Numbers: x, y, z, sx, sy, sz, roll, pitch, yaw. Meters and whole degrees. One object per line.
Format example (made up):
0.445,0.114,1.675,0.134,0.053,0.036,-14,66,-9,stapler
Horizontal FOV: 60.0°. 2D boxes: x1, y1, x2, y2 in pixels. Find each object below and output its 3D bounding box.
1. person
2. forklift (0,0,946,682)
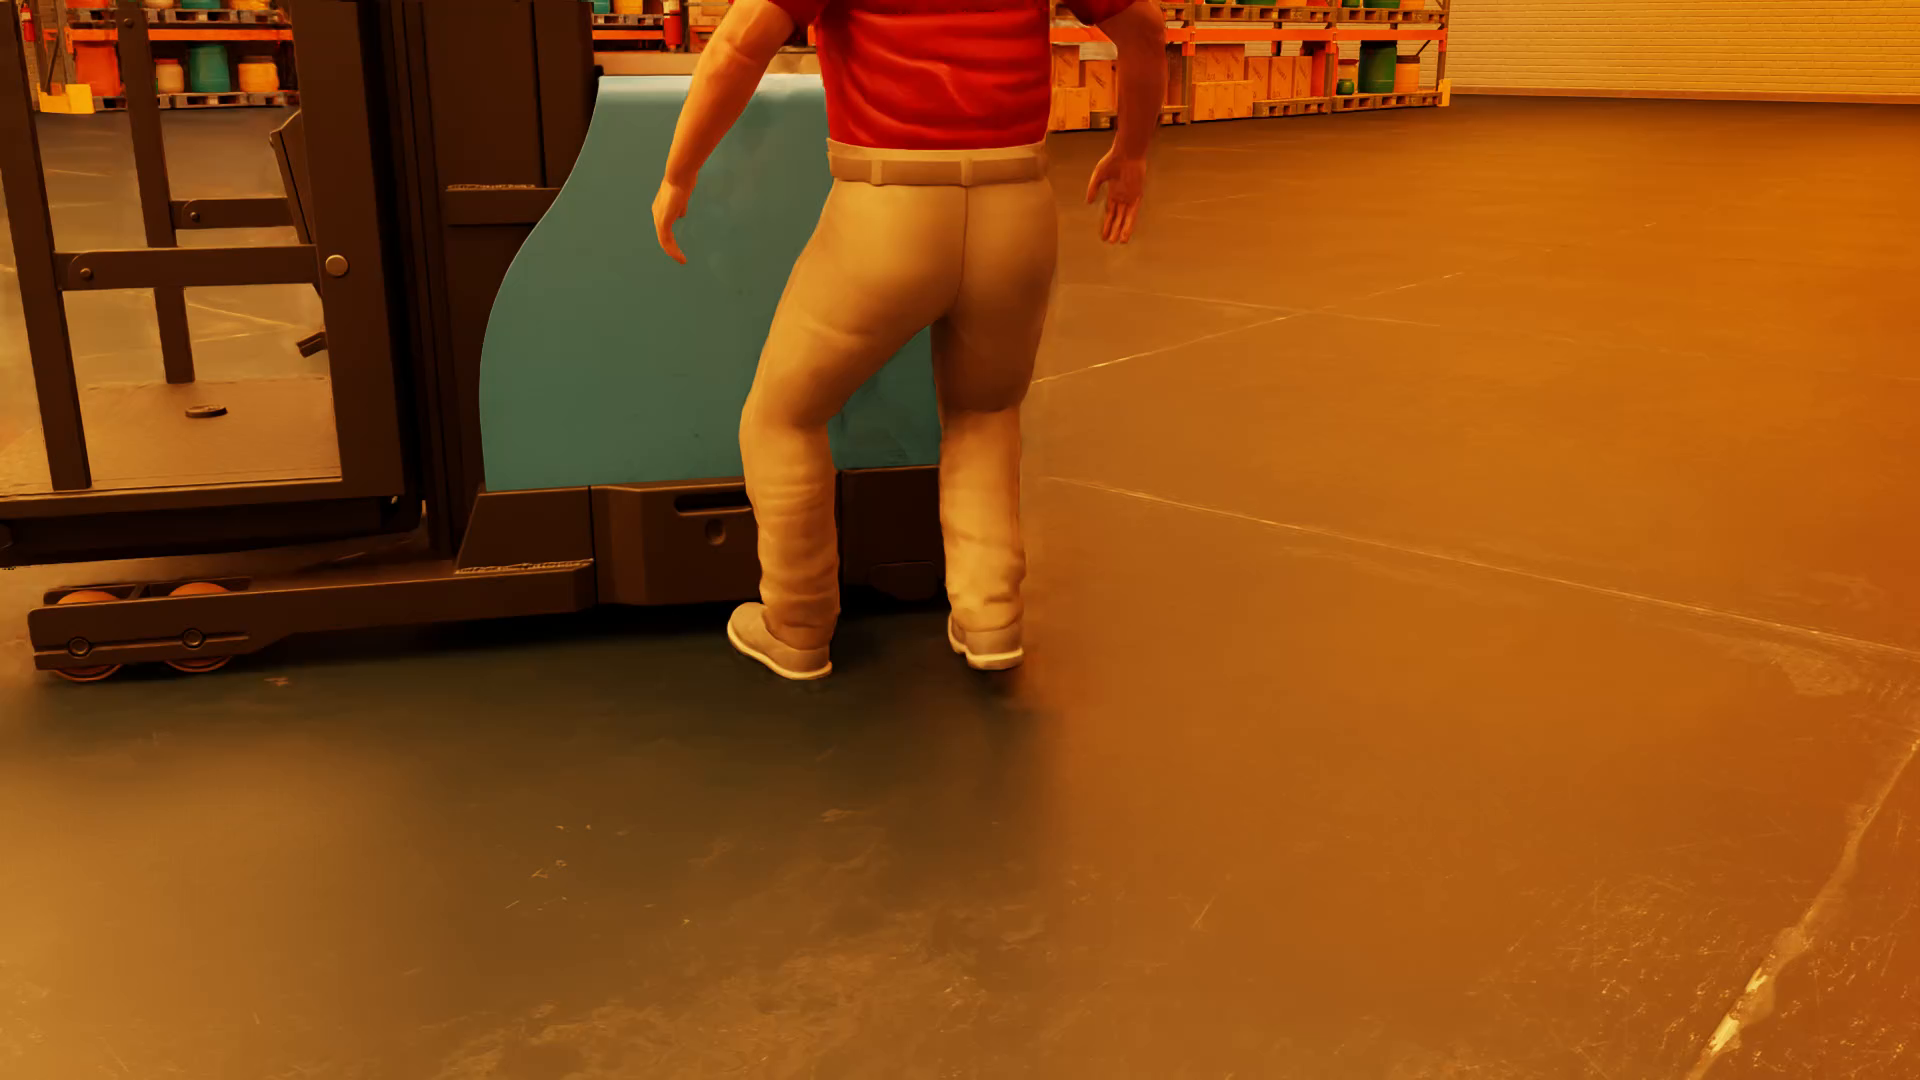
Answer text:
-0.097,-0.562,2.943,0.901,1.680,0.573,-6,18,-18,person
-1.465,-1.309,3.208,3.031,2.935,1.130,-4,17,-13,forklift
